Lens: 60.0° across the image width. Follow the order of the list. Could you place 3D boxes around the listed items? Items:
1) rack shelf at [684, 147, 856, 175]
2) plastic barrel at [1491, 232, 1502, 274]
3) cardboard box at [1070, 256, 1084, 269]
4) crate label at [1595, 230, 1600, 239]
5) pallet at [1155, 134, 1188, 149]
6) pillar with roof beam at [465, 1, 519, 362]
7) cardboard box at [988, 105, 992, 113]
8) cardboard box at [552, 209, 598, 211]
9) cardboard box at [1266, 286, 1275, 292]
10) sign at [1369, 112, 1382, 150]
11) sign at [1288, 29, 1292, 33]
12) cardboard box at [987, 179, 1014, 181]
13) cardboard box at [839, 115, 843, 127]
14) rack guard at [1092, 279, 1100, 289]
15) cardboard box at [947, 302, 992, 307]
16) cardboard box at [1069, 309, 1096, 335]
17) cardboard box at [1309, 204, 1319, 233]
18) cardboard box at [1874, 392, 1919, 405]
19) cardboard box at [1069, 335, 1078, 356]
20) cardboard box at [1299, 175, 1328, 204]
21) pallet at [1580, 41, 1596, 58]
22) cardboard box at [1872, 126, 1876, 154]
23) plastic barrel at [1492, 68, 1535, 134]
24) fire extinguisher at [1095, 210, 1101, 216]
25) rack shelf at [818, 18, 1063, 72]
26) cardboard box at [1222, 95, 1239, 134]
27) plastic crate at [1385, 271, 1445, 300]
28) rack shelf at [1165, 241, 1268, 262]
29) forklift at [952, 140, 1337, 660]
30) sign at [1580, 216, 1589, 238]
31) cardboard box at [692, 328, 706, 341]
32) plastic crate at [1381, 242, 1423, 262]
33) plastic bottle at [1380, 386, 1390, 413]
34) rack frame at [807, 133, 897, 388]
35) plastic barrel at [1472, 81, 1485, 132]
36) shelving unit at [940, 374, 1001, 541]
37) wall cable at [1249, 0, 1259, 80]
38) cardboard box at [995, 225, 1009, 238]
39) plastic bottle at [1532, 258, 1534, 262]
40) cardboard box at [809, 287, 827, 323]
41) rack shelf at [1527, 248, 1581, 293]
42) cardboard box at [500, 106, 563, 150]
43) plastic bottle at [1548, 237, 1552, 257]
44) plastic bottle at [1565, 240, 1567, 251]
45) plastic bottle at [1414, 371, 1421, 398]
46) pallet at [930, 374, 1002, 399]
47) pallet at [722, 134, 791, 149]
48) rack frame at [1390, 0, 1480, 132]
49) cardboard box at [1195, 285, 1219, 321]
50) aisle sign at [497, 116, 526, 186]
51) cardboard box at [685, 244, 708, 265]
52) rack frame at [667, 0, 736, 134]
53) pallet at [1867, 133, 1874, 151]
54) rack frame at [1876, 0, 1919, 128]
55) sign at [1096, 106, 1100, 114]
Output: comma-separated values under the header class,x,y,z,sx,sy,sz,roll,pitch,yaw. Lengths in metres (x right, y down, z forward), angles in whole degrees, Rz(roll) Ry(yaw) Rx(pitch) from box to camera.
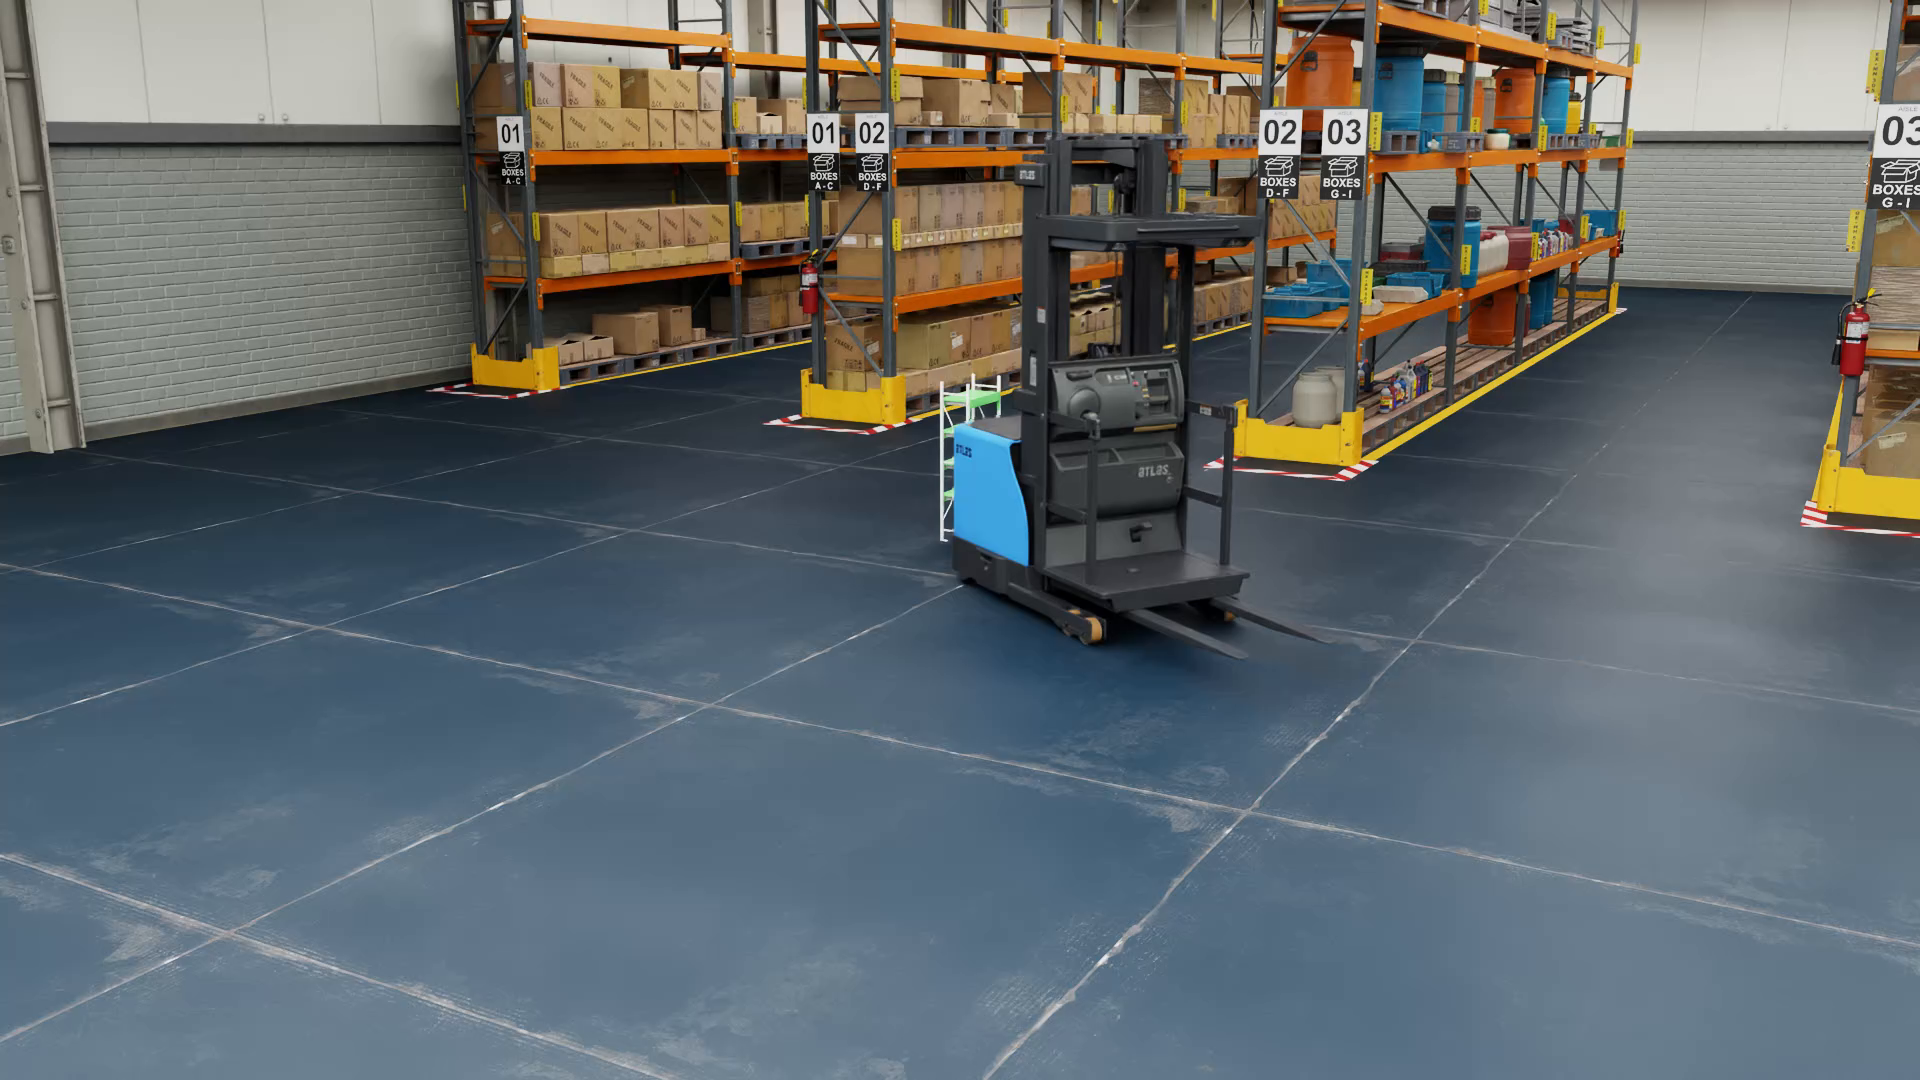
class,x,y,z,sx,sy,sz,roll,pitch,yaw
rack shelf,-2.579,-5.677,24.815,1.077,0.370,4.000,7,15,28
plastic barrel,6.547,-3.589,20.781,0.421,0.512,0.421,0,14,0
cardboard box,1.400,-3.634,21.743,0.380,0.149,0.250,7,15,28
crate label,10.426,-5.093,27.693,0.396,0.136,0.243,7,15,28
pallet,2.477,-5.635,23.511,1.213,0.211,1.003,8,16,31
pillar with roof beam,-2.129,-6.008,18.252,9.100,9.000,0.400,7,15,28
cardboard box,0.057,-5.100,19.885,0.500,0.311,0.500,6,15,25
cardboard box,-4.939,-3.968,21.270,0.500,0.500,0.500,7,15,27
cardboard box,5.052,-4.207,28.383,0.500,0.311,0.500,7,15,28
sign,3.673,-3.614,14.706,0.100,0.325,0.005,7,15,28
sign,6.119,-9.530,30.701,0.100,0.325,0.005,7,15,28
cardboard box,0.584,-4.185,20.511,0.700,0.500,0.500,7,15,28
cardboard box,-2.161,-6.374,25.914,0.500,0.500,0.500,7,15,28
rack guard,2.267,-5.410,33.906,1.175,0.500,0.348,7,15,28
cardboard box,0.060,-2.666,20.564,0.500,0.500,0.500,7,15,28
cardboard box,1.457,-2.896,21.921,0.500,0.311,0.500,7,15,27
cardboard box,6.122,-5.777,29.882,0.500,0.500,0.500,8,15,28
cardboard box,8.424,-1.022,14.809,0.500,0.500,0.500,9,16,33
cardboard box,1.205,-2.520,21.555,0.500,0.250,0.500,7,15,27
cardboard box,6.376,-6.368,30.200,0.500,0.500,0.500,8,16,30
pallet,8.621,-7.134,24.180,1.003,0.211,1.213,7,15,28
cardboard box,7.540,-3.167,13.188,0.500,0.250,0.500,8,16,29
plastic barrel,7.338,-5.843,22.159,0.600,0.830,0.708,7,15,28
fire extinguisher,2.733,-6.380,33.557,0.296,0.674,0.183,7,15,28
rack shelf,-0.174,-5.559,18.782,1.077,0.370,4.000,7,15,28
cardboard box,4.049,-6.764,26.466,0.600,0.600,0.600,7,15,27
plastic crate,4.830,-2.705,17.672,0.499,0.251,0.616,7,15,28
rack shelf,3.693,-4.479,26.246,1.077,0.370,4.000,7,15,28
forklift,1.085,-0.919,10.094,1.130,2.935,3.031,-7,15,-27
sign,9.475,-4.749,25.240,0.100,0.325,0.005,7,15,28
cardboard box,-3.778,-2.881,23.191,0.380,0.166,0.250,5,15,21
plastic crate,5.093,-3.201,19.273,0.402,0.464,0.583,7,15,28
plastic bottle,4.343,-1.439,16.985,0.097,0.271,0.097,0,14,0
rack frame,-1.141,-2.777,17.651,1.000,3.000,0.127,7,15,28
plastic barrel,6.158,-5.245,20.573,0.600,0.830,0.708,7,15,28
shelving unit,0.080,-0.617,12.534,0.258,1.200,0.503,7,15,28
wall cable,7.671,-11.295,36.035,3.097,2.526,0.112,7,15,28
cardboard box,0.355,-3.673,19.771,0.380,0.149,0.250,7,15,28
plastic bottle,7.777,-3.943,22.753,0.152,0.276,0.135,7,15,28
cardboard box,-2.480,-3.626,25.569,0.700,0.500,0.500,7,15,28
rack shelf,8.028,-3.917,23.915,1.077,0.370,4.000,7,15,28
cardboard box,-5.099,-4.894,19.778,0.500,0.500,0.500,8,16,30
plastic bottle,8.417,-4.196,23.789,0.061,0.283,0.133,7,15,28
plastic bottle,9.055,-4.436,24.957,0.097,0.201,0.097,0,14,0
plastic bottle,4.933,-1.687,17.986,0.061,0.283,0.133,9,16,32
pallet,-0.217,-1.832,19.683,1.003,0.211,1.213,7,15,28
pallet,-3.154,-5.639,23.526,1.213,0.211,1.003,7,15,28
rack frame,5.127,-5.952,18.021,1.000,3.000,0.127,7,15,28
cardboard box,3.692,-3.688,25.827,0.500,0.500,0.500,7,15,27
aisle sign,-5.251,-4.552,19.469,0.394,0.787,0.004,7,15,28
cardboard box,-3.757,-3.862,22.430,0.500,0.250,0.500,7,15,28
rack frame,-3.545,-7.074,22.677,1.000,3.000,0.127,7,15,28
pallet,11.661,-4.800,20.044,1.213,0.211,1.003,8,16,31
rack frame,7.529,-4.570,12.290,1.000,3.000,0.127,7,15,28
sign,2.724,-8.406,32.880,0.100,0.325,0.005,7,15,28
